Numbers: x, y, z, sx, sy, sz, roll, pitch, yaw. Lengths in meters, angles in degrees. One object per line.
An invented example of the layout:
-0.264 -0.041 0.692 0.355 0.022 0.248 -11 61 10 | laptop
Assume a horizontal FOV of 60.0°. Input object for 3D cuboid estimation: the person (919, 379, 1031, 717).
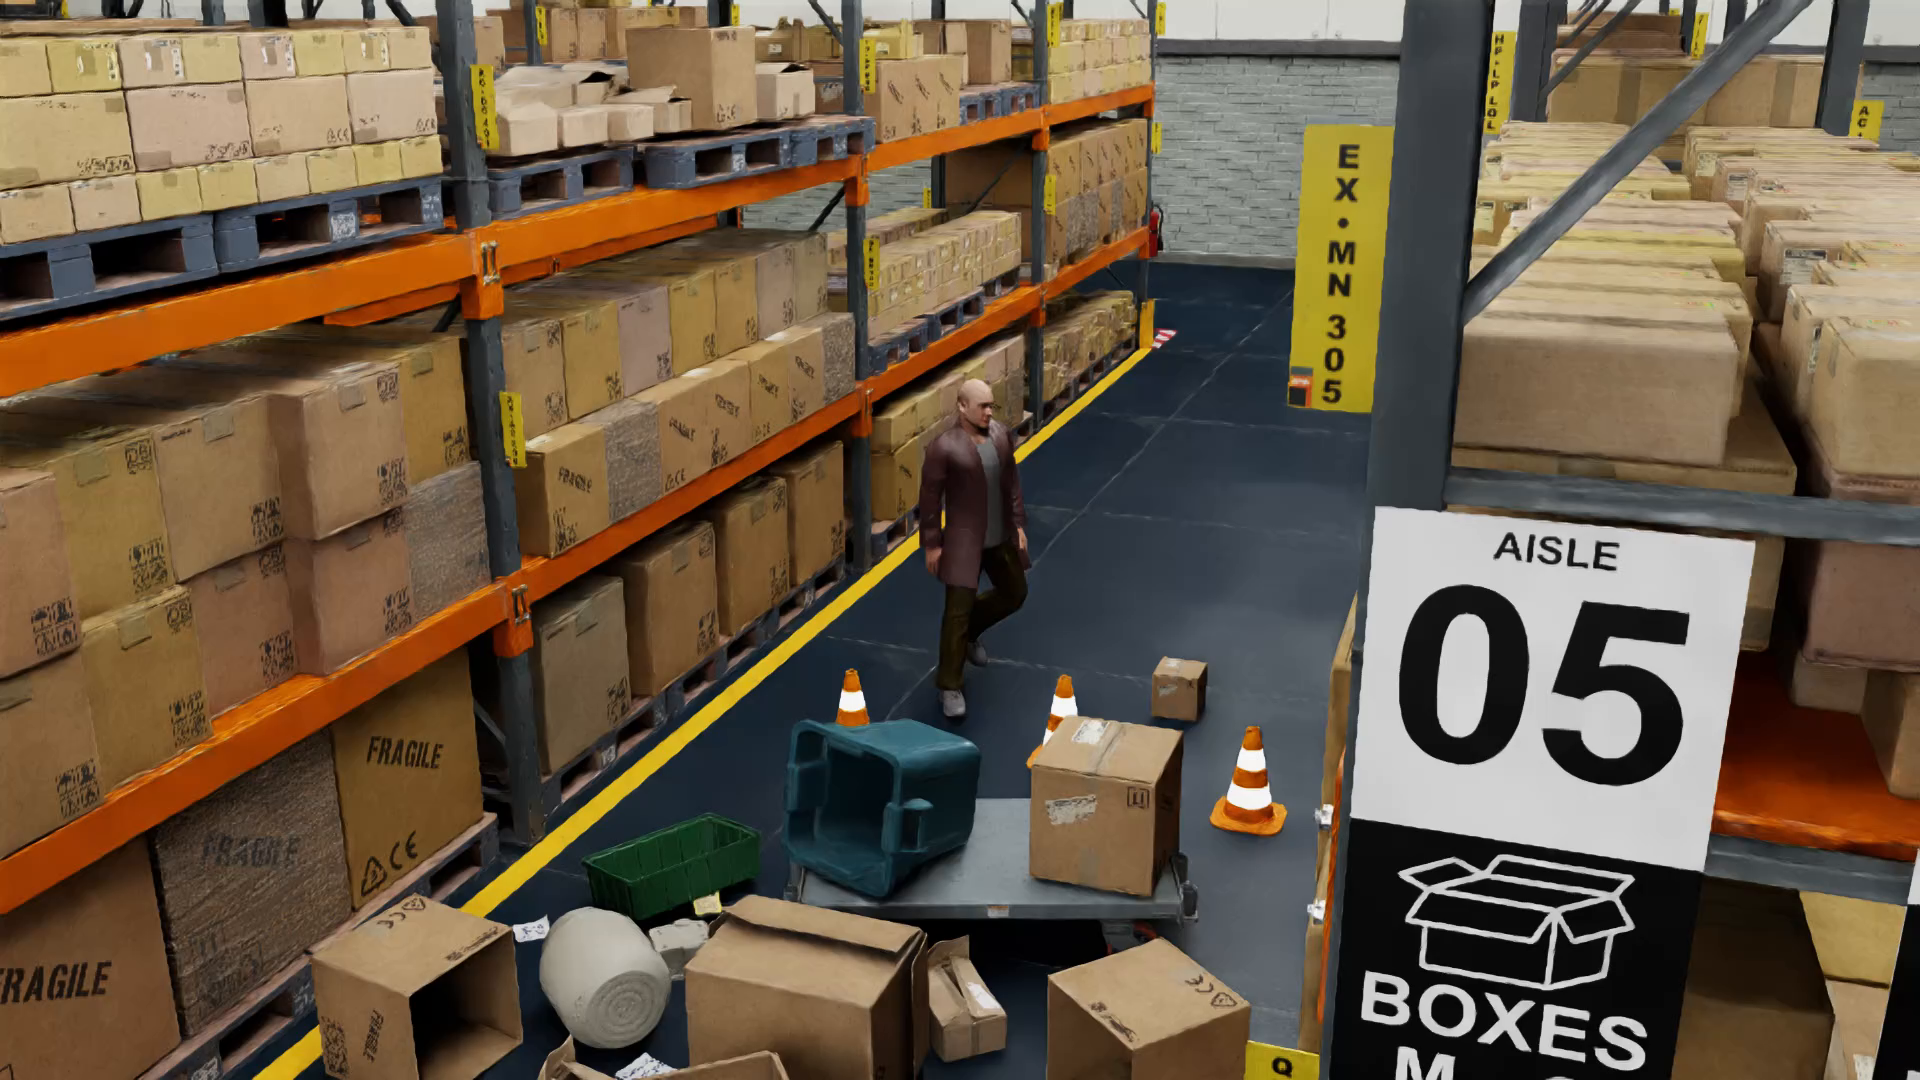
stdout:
0.034 -0.014 9.072 0.697 1.770 0.703 -14 23 -36 | person
